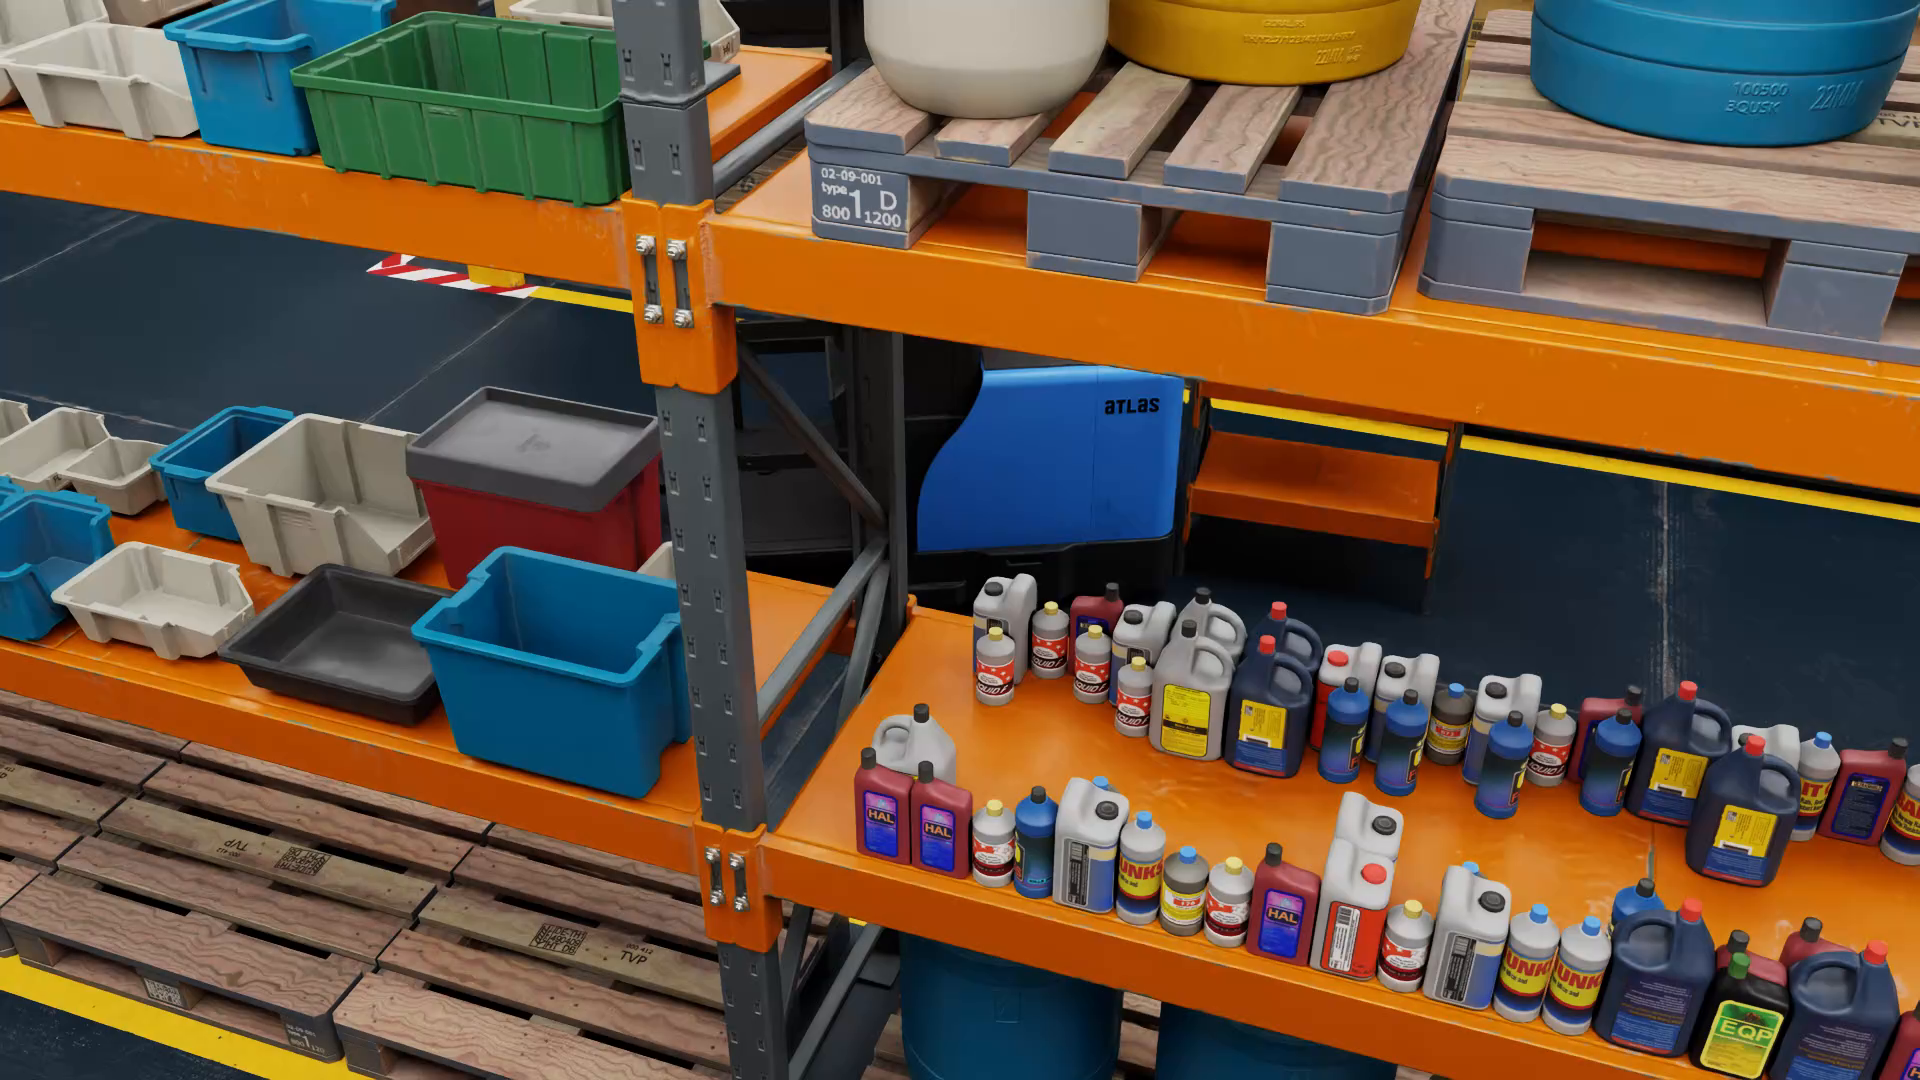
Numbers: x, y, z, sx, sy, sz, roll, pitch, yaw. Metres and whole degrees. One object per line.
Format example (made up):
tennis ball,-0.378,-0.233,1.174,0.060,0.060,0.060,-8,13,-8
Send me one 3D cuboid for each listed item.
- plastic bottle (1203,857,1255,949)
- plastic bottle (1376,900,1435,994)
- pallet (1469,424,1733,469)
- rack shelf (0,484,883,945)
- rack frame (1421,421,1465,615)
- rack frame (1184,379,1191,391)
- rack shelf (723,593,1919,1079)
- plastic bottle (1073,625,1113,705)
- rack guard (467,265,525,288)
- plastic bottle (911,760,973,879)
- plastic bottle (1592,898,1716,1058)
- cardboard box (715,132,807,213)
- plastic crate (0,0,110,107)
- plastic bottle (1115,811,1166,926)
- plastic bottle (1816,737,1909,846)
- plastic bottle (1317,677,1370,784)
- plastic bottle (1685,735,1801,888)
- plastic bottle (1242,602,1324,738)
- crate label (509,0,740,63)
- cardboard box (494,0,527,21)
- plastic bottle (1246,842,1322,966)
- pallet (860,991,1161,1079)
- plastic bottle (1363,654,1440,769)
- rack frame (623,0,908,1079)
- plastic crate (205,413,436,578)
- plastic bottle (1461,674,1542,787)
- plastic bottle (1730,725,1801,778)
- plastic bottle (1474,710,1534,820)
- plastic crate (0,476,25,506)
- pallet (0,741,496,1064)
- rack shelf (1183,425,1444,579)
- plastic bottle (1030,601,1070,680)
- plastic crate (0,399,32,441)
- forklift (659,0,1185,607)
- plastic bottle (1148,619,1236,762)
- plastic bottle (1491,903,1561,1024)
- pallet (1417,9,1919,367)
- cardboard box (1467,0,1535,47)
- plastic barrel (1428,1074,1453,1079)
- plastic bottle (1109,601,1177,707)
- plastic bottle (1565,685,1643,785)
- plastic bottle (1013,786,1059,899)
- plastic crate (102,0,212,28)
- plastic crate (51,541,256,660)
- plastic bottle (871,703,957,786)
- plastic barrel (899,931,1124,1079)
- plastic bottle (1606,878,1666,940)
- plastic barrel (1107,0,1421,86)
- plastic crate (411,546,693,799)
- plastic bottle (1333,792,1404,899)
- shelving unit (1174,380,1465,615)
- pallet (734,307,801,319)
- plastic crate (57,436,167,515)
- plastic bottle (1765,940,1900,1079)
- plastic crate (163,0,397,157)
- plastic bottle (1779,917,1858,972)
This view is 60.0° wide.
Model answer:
plastic bottle,0.568,0.753,3.501,0.097,0.201,0.097,0,33,0
plastic bottle,0.912,0.820,3.398,0.097,0.201,0.097,0,33,0
pallet,3.209,-0.780,8.263,1.213,0.211,1.003,11,34,16
rack shelf,-2.249,0.189,4.855,4.000,0.370,1.077,11,34,16
rack frame,1.965,-0.298,6.675,0.032,1.125,0.500,9,34,14
rack frame,1.304,-2.276,8.010,0.127,3.000,1.000,11,34,16
rack shelf,1.516,0.921,3.722,4.000,0.370,1.077,11,34,16
plastic bottle,0.337,0.306,4.194,0.097,0.201,0.097,0,33,0
rack guard,-2.484,-1.963,9.829,0.348,0.500,1.175,11,34,16
plastic bottle,-0.040,0.611,3.646,0.133,0.283,0.061,11,34,16
plastic bottle,1.363,0.831,3.242,0.185,0.351,0.144,11,34,16
cardboard box,-0.975,-2.049,9.230,0.875,0.875,0.875,11,34,16
plastic crate,-2.150,-1.127,3.573,0.530,0.282,0.437,11,34,16
plastic bottle,0.385,0.688,3.537,0.097,0.271,0.097,0,33,0
plastic bottle,2.028,0.555,3.733,0.133,0.283,0.061,11,34,16
plastic bottle,0.908,0.440,3.922,0.097,0.271,0.097,0,33,0
plastic bottle,1.722,0.578,3.634,0.185,0.351,0.144,11,34,16
plastic bottle,0.783,0.308,4.053,0.185,0.351,0.144,11,34,16
crate label,-0.730,-1.134,3.718,0.466,0.136,0.293,11,34,16
cardboard box,-2.100,-2.845,8.755,0.500,0.250,0.500,10,34,15
plastic bottle,0.671,0.749,3.432,0.133,0.283,0.061,11,34,16
pallet,0.346,1.587,4.598,1.213,0.211,1.003,11,34,16
plastic bottle,1.059,0.396,3.986,0.135,0.276,0.152,11,34,16
rack frame,-0.366,0.253,4.093,0.127,3.000,1.000,11,34,16
plastic crate,-1.742,-0.096,4.688,0.530,0.282,0.437,11,34,16
plastic bottle,1.277,0.438,3.921,0.135,0.276,0.152,11,34,16
plastic bottle,1.795,0.539,3.765,0.135,0.276,0.152,11,34,16
plastic bottle,1.253,0.507,3.818,0.097,0.271,0.097,0,33,0
plastic crate,-2.771,0.020,4.553,0.300,0.233,0.416,11,34,16
pallet,-2.224,1.087,5.372,1.213,0.211,1.003,11,34,16
rack shelf,1.477,-0.170,6.927,1.000,0.278,0.538,9,34,14
plastic bottle,0.232,0.250,4.280,0.097,0.201,0.097,0,33,0
plastic crate,-3.035,-0.277,5.101,0.243,0.136,0.396,11,34,16
forklift,-0.672,-1.174,6.366,3.031,2.935,1.130,-3,33,-5
plastic bottle,0.561,0.348,3.991,0.185,0.351,0.144,11,34,16
plastic bottle,1.131,0.833,3.313,0.097,0.271,0.097,0,33,0
pallet,1.473,-0.629,2.867,1.213,0.211,1.003,11,34,16
cardboard box,2.551,-2.496,7.333,0.637,0.503,0.797,11,35,17
plastic barrel,1.308,1.508,4.055,0.421,0.512,0.421,0,33,0
plastic bottle,0.458,0.279,4.167,0.135,0.276,0.152,11,34,16
plastic bottle,1.510,0.454,3.889,0.133,0.283,0.061,11,34,16
plastic bottle,0.167,0.646,3.603,0.097,0.271,0.097,0,33,0
plastic crate,-2.103,-1.377,4.095,0.530,0.136,0.437,11,34,16
plastic crate,-2.107,0.173,4.404,0.466,0.136,0.293,11,34,16
plastic bottle,-0.106,0.511,3.739,0.185,0.351,0.144,11,34,16
plastic barrel,0.140,1.066,4.381,0.708,0.901,0.600,11,34,16
plastic bottle,1.363,0.795,3.372,0.097,0.271,0.097,0,33,0
plastic barrel,0.561,-1.200,3.017,0.600,0.588,0.600,0,33,0
plastic crate,-0.921,0.323,3.944,0.575,0.384,0.392,11,34,16
plastic bottle,0.864,0.676,3.552,0.135,0.276,0.152,11,34,16
shelving unit,1.477,-0.375,6.794,1.048,1.125,0.538,9,34,14
pallet,-0.537,-1.506,9.389,1.213,0.211,1.003,11,34,16
plastic crate,-2.480,-0.193,4.972,0.250,0.136,0.298,11,34,16
plastic bottle,1.663,0.890,3.152,0.185,0.351,0.144,11,34,16
plastic crate,-1.331,-0.941,3.331,0.300,0.233,0.416,11,34,16
plastic bottle,1.673,0.861,3.259,0.133,0.283,0.061,11,34,16
